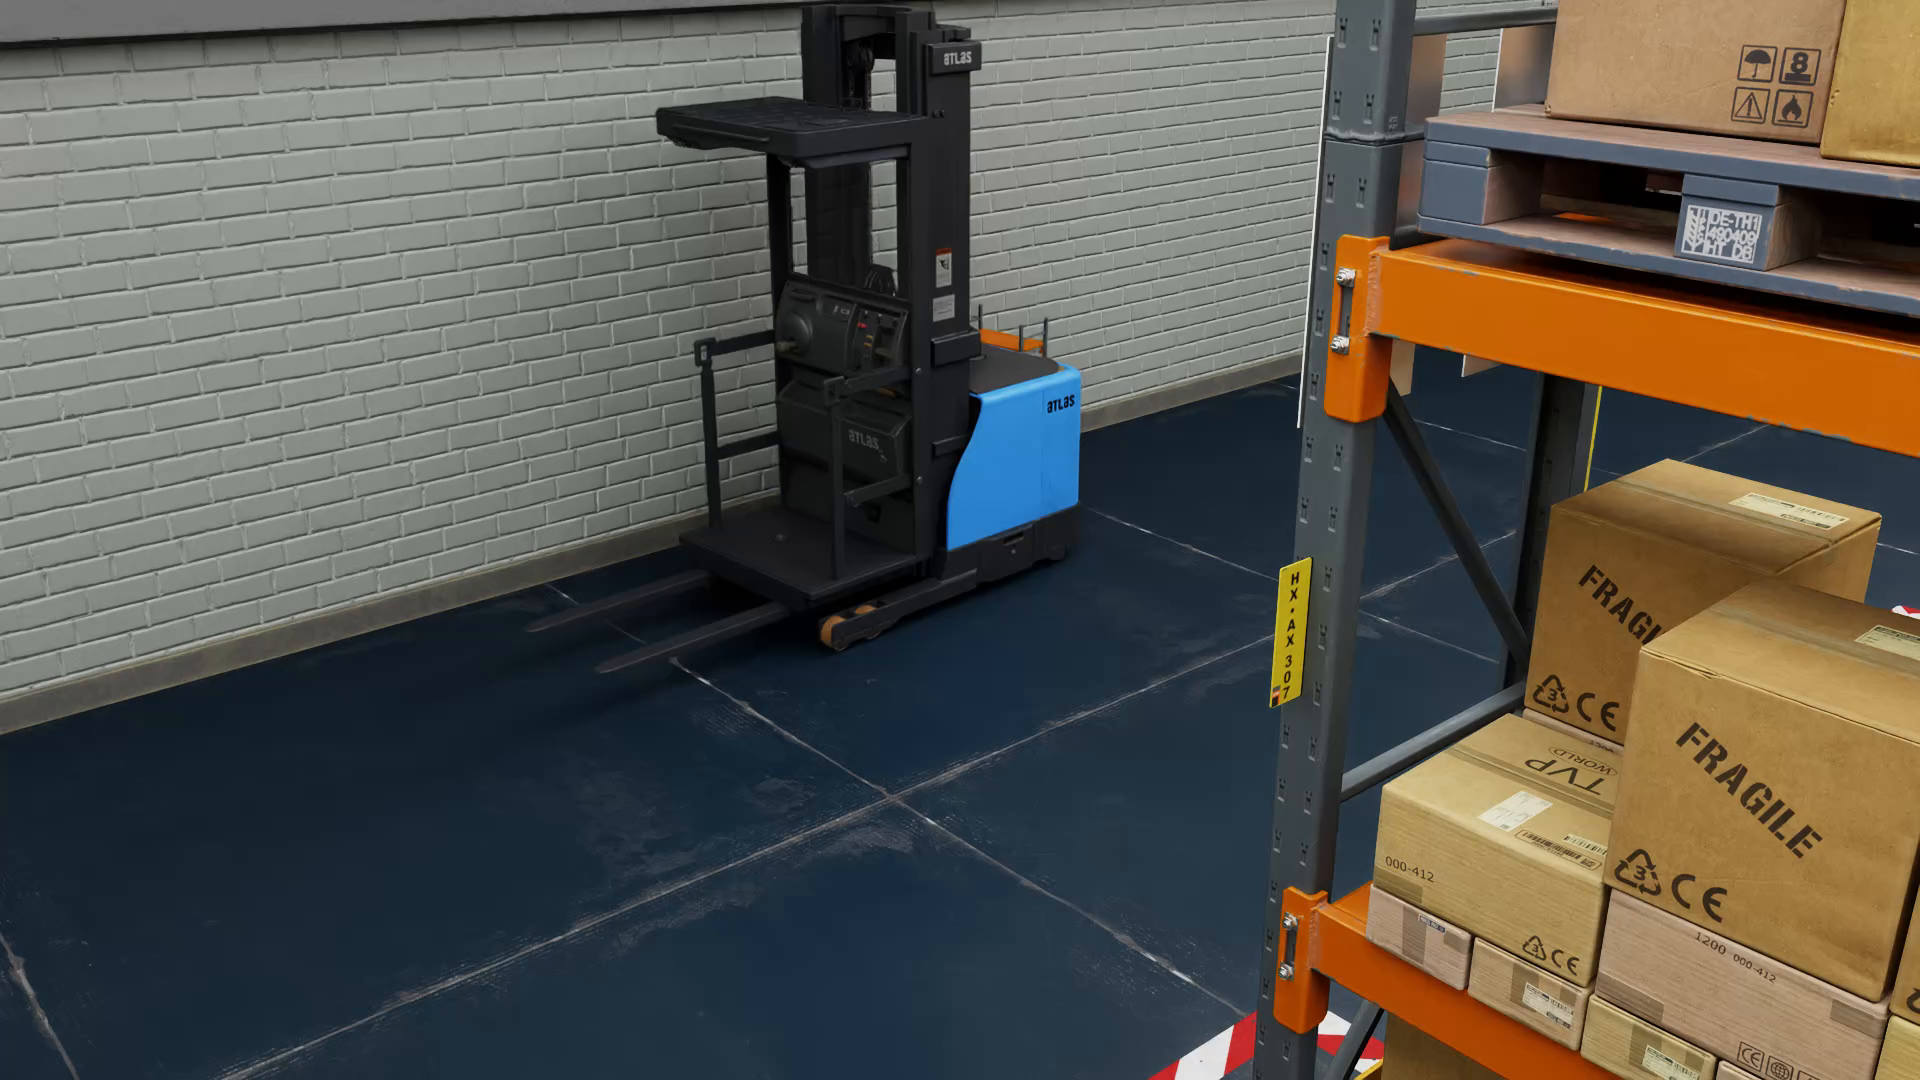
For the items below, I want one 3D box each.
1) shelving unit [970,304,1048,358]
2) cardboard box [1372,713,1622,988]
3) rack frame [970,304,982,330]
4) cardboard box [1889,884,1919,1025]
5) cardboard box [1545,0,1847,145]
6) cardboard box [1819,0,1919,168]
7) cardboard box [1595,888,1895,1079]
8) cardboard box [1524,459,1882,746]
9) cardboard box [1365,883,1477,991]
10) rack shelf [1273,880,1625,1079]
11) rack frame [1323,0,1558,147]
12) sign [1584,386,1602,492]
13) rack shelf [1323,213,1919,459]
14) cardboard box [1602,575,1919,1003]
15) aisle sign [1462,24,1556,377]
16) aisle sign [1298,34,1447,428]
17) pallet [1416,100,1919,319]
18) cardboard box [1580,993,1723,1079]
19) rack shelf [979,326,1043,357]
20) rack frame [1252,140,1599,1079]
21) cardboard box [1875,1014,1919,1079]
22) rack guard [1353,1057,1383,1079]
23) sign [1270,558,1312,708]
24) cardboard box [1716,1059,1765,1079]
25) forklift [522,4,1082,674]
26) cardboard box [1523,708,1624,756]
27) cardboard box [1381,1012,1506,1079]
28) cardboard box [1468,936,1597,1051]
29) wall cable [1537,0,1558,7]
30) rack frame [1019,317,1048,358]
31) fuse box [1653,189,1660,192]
[{"bbox_3d":[0.231,-0.727,9.695,0.503,1.200,0.258,18,27,38],"label":"shelving unit"},{"bbox_3d":[1.241,0.638,3.539,0.500,0.250,0.500,-18,28,-39],"label":"cardboard box"},{"bbox_3d":[0.047,-0.786,9.845,0.015,1.200,0.240,18,27,38],"label":"rack frame"},{"bbox_3d":[1.911,0.569,2.688,0.500,0.500,0.500,-18,28,-39],"label":"cardboard box"},{"bbox_3d":[1.513,-1.044,3.075,0.700,0.500,0.500,-20,29,-41],"label":"cardboard box"},{"bbox_3d":[1.789,-0.860,2.604,0.700,0.500,0.500,-19,28,-39],"label":"cardboard box"},{"bbox_3d":[1.586,0.780,3.177,0.500,0.250,0.500,-18,28,-38],"label":"cardboard box"},{"bbox_3d":[1.650,0.164,3.721,0.500,0.500,0.500,-17,27,-37],"label":"cardboard box"},{"bbox_3d":[1.114,0.804,3.664,0.380,0.149,0.250,-17,27,-37],"label":"cardboard box"},{"bbox_3d":[2.438,1.397,2.789,1.077,0.370,4.000,-17,27,-37],"label":"rack shelf"},{"bbox_3d":[1.133,-2.283,2.975,1.000,3.000,0.127,-17,27,-37],"label":"rack frame"},{"bbox_3d":[1.553,-0.265,4.135,0.100,0.325,0.005,-17,27,-37],"label":"sign"},{"bbox_3d":[2.438,0.001,2.242,1.077,0.370,4.000,-17,27,-37],"label":"rack shelf"},{"bbox_3d":[1.568,0.427,3.050,0.500,0.500,0.500,-18,28,-39],"label":"cardboard box"},{"bbox_3d":[1.313,-0.792,3.828,0.394,0.787,0.004,-17,27,-37],"label":"aisle sign"},{"bbox_3d":[0.858,-0.649,3.463,0.394,0.787,0.004,-17,27,-37],"label":"aisle sign"},{"bbox_3d":[1.625,-0.643,3.021,1.003,0.211,1.213,-17,27,-37],"label":"pallet"},{"bbox_3d":[1.450,0.945,3.303,0.380,0.149,0.250,-18,28,-39],"label":"cardboard box"},{"bbox_3d":[0.231,-1.093,9.552,0.480,0.148,0.258,18,27,38],"label":"rack shelf"},{"bbox_3d":[1.133,0.510,4.069,1.000,3.000,0.127,-17,27,-37],"label":"rack frame"},{"bbox_3d":[1.911,0.920,2.820,0.500,0.250,0.500,-19,28,-39],"label":"cardboard box"},{"bbox_3d":[1.117,1.667,4.542,1.175,0.500,0.348,-17,27,-37],"label":"rack guard"},{"bbox_3d":[0.708,0.200,3.564,0.100,0.325,0.005,-17,27,-37],"label":"sign"},{"bbox_3d":[1.621,1.017,3.120,0.380,0.149,0.250,-18,28,-38],"label":"cardboard box"},{"bbox_3d":[-0.741,-1.038,8.116,3.031,2.935,1.130,-20,29,-40],"label":"forklift"},{"bbox_3d":[1.650,0.512,3.862,0.500,0.250,0.500,-18,28,-38],"label":"cardboard box"},{"bbox_3d":[1.611,1.462,3.977,0.875,0.875,0.875,-17,27,-37],"label":"cardboard box"},{"bbox_3d":[1.283,0.874,3.484,0.380,0.149,0.250,-18,28,-38],"label":"cardboard box"},{"bbox_3d":[4.942,-3.889,13.865,0.585,1.953,0.123,-17,27,-37],"label":"wall cable"},{"bbox_3d":[0.415,-0.669,9.546,0.015,1.200,0.240,18,27,38],"label":"rack frame"},{"bbox_3d":[6.628,-3.261,15.464,0.539,1.711,0.414,-17,27,-37],"label":"fuse box"}]
